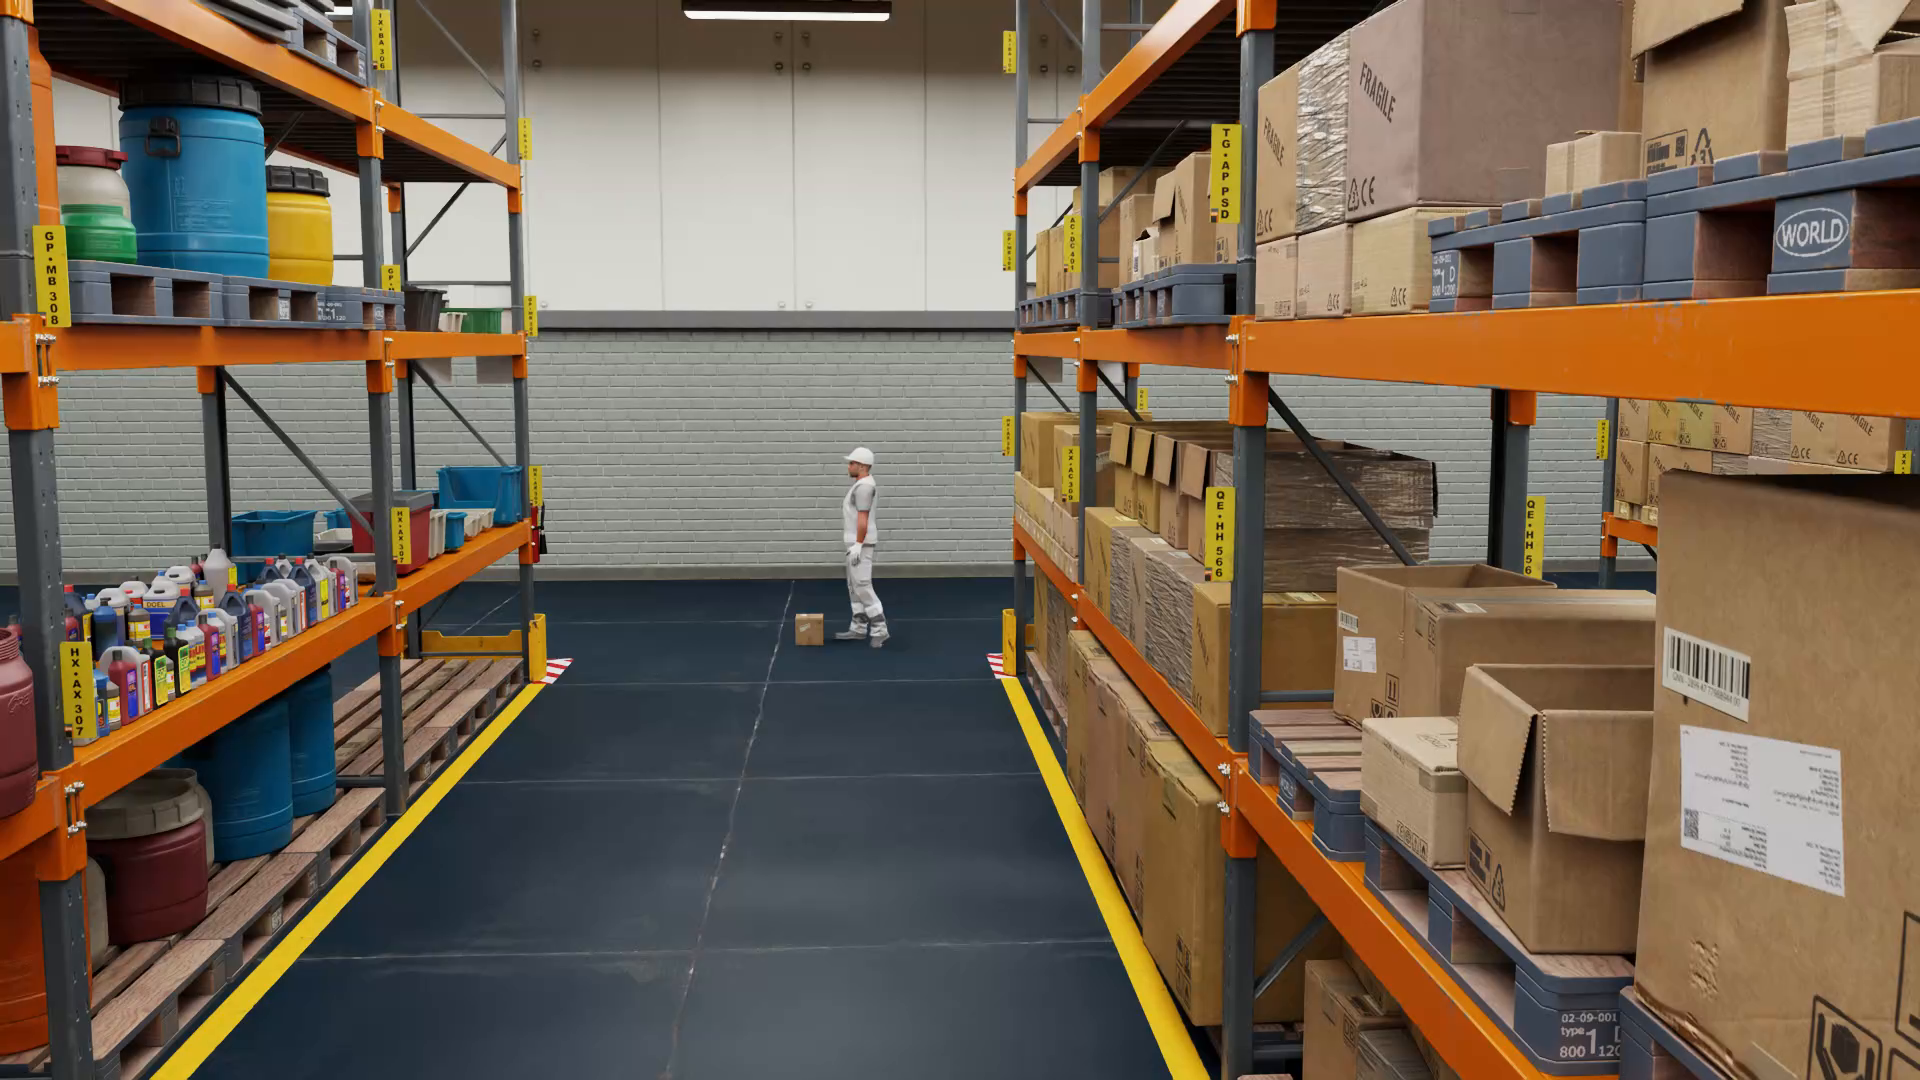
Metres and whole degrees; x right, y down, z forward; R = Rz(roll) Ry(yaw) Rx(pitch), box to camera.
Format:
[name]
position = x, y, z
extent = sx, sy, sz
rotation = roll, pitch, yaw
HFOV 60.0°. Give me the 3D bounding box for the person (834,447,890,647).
[person]
position = -0.900, 0.095, 15.186
extent = 0.525, 1.879, 0.541
rotation = 0, 7, -2
